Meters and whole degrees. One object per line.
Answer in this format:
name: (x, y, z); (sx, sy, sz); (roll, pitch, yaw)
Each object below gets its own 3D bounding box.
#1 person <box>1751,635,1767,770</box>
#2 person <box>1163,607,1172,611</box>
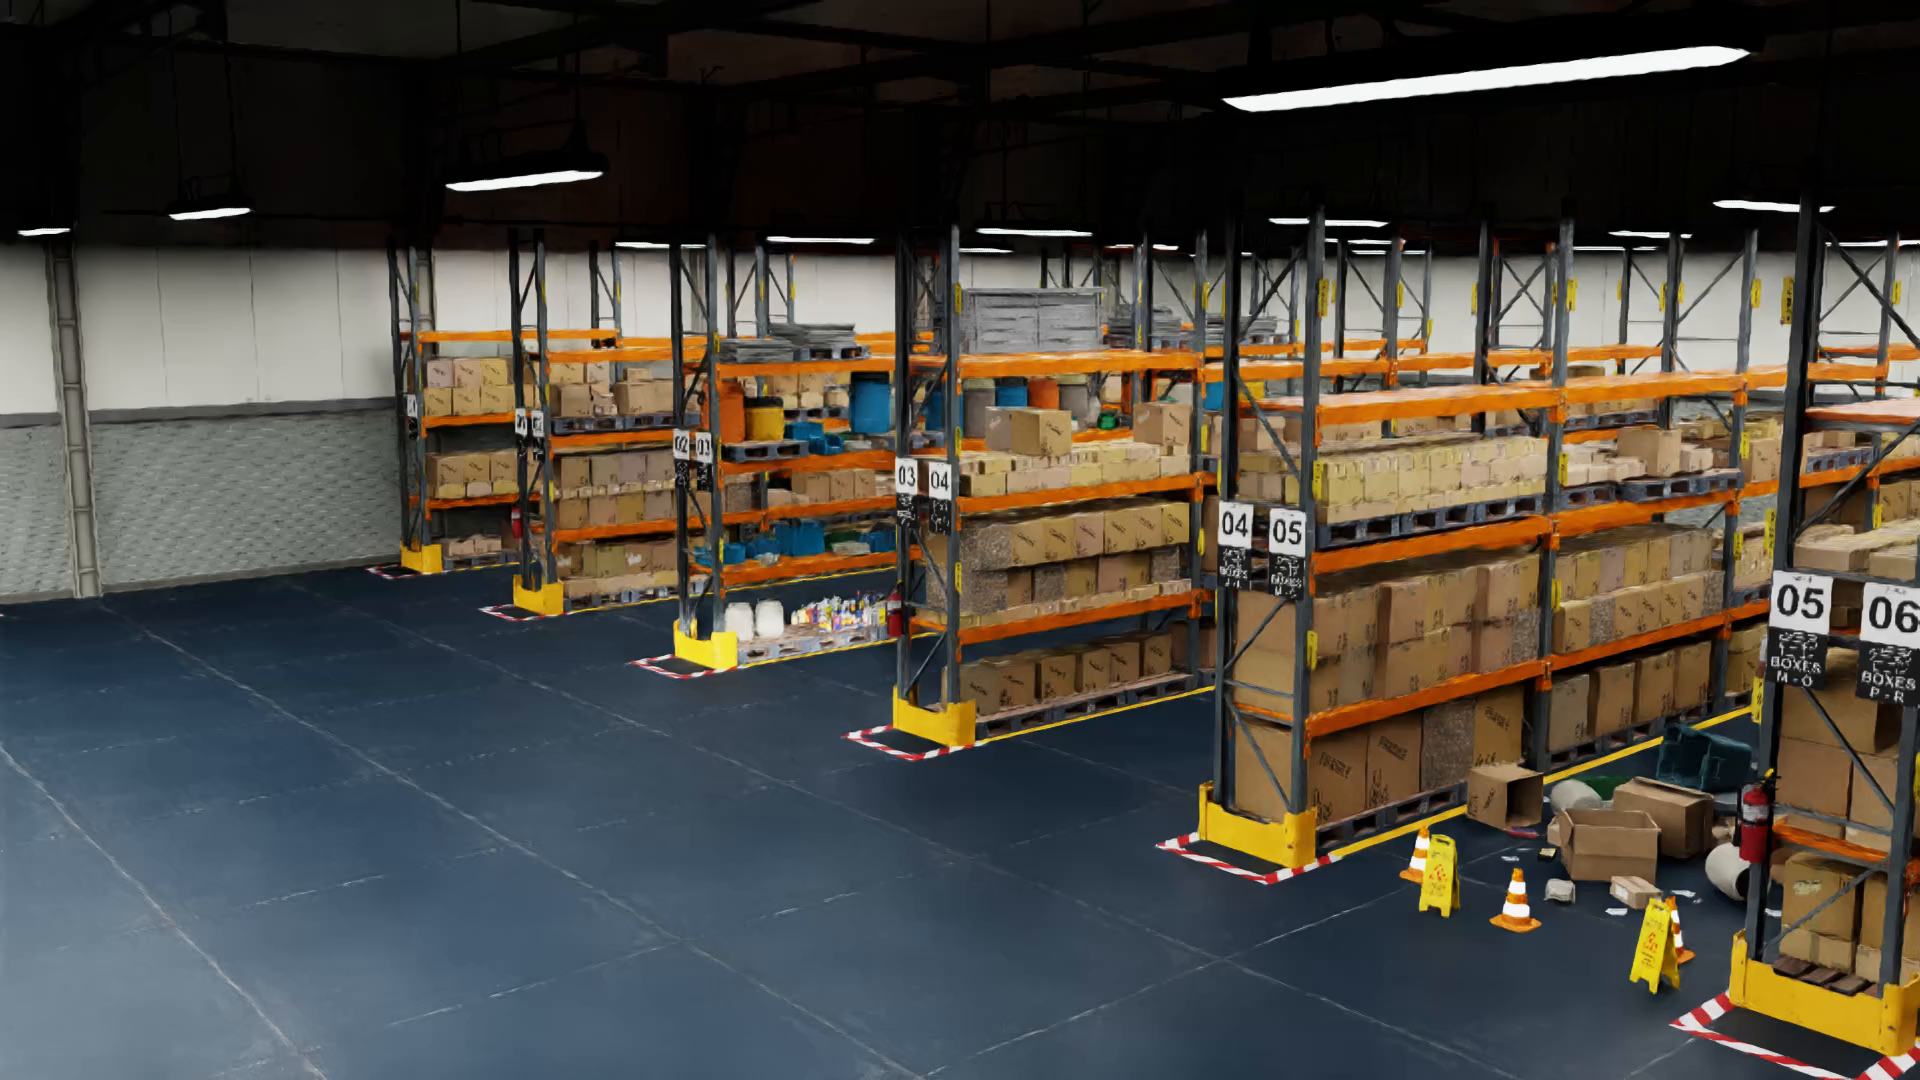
person: (8.700, 1.559, 17.718); (0.614, 1.784, 0.498); (-2, 9, -10)
person: (3.486, 0.293, 26.499); (1.075, 1.585, 0.498); (-8, 12, -41)
